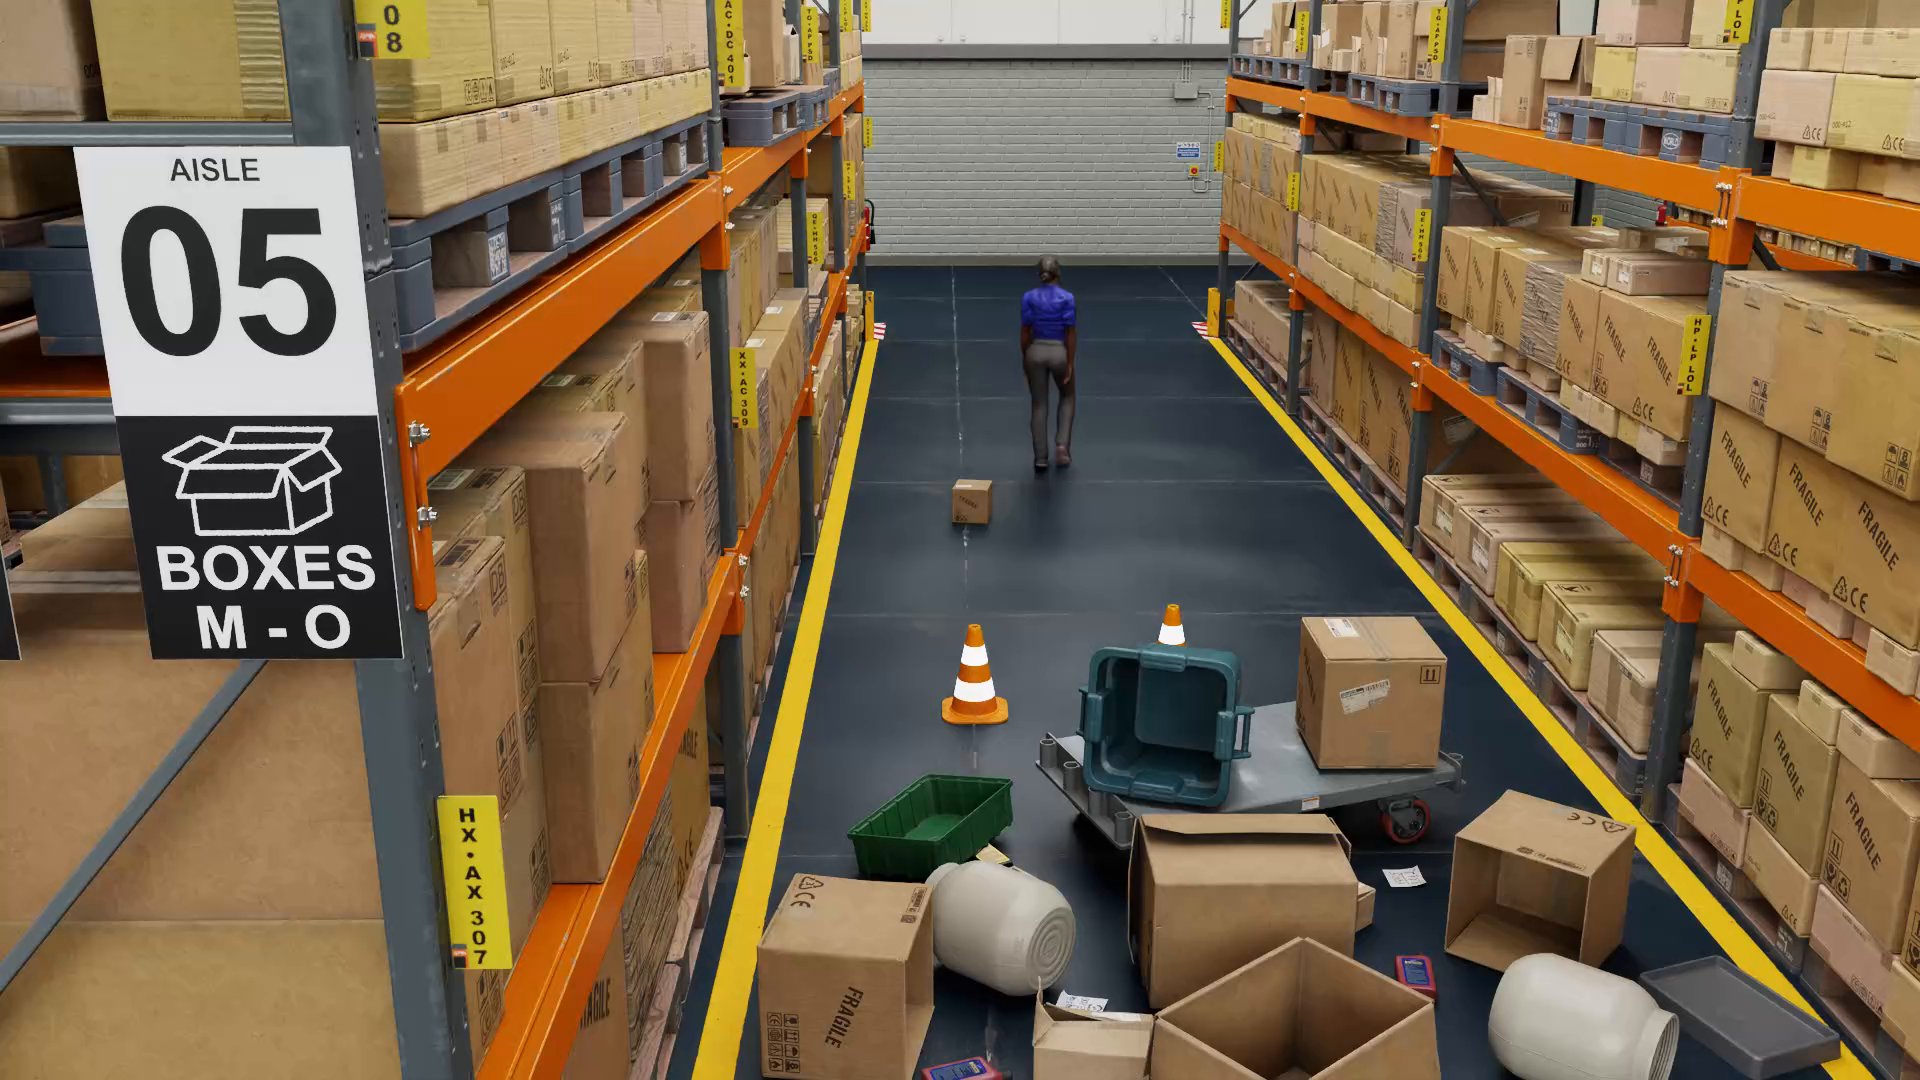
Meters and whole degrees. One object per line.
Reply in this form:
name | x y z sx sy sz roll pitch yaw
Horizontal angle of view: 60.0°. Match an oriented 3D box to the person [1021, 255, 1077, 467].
person | 0.694 -1.381 13.014 0.445 1.703 0.475 2 17 7
